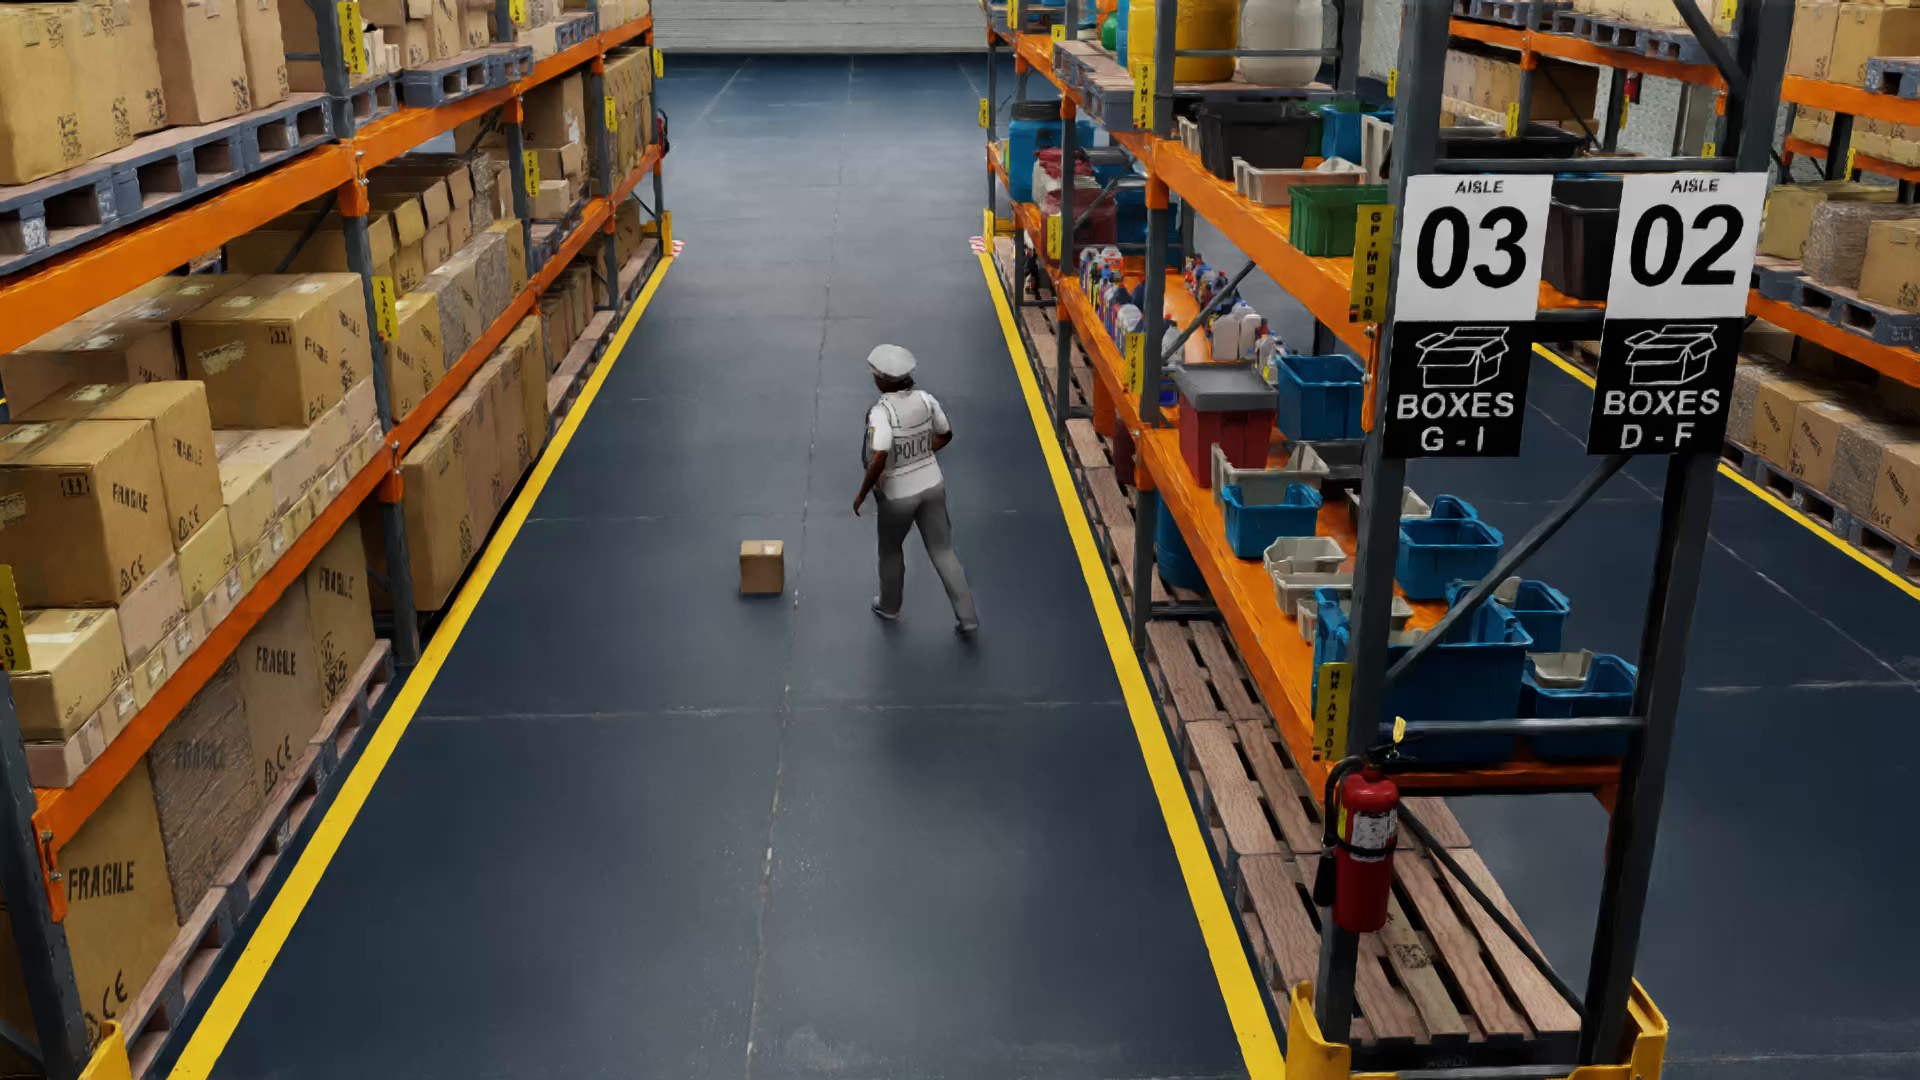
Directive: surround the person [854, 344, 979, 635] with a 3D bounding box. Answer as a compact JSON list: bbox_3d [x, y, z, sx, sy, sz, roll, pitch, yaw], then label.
[{"bbox_3d":[-0.318,-0.264,9.195,0.634,1.663,0.842,-14,25,-33],"label":"person"}]
